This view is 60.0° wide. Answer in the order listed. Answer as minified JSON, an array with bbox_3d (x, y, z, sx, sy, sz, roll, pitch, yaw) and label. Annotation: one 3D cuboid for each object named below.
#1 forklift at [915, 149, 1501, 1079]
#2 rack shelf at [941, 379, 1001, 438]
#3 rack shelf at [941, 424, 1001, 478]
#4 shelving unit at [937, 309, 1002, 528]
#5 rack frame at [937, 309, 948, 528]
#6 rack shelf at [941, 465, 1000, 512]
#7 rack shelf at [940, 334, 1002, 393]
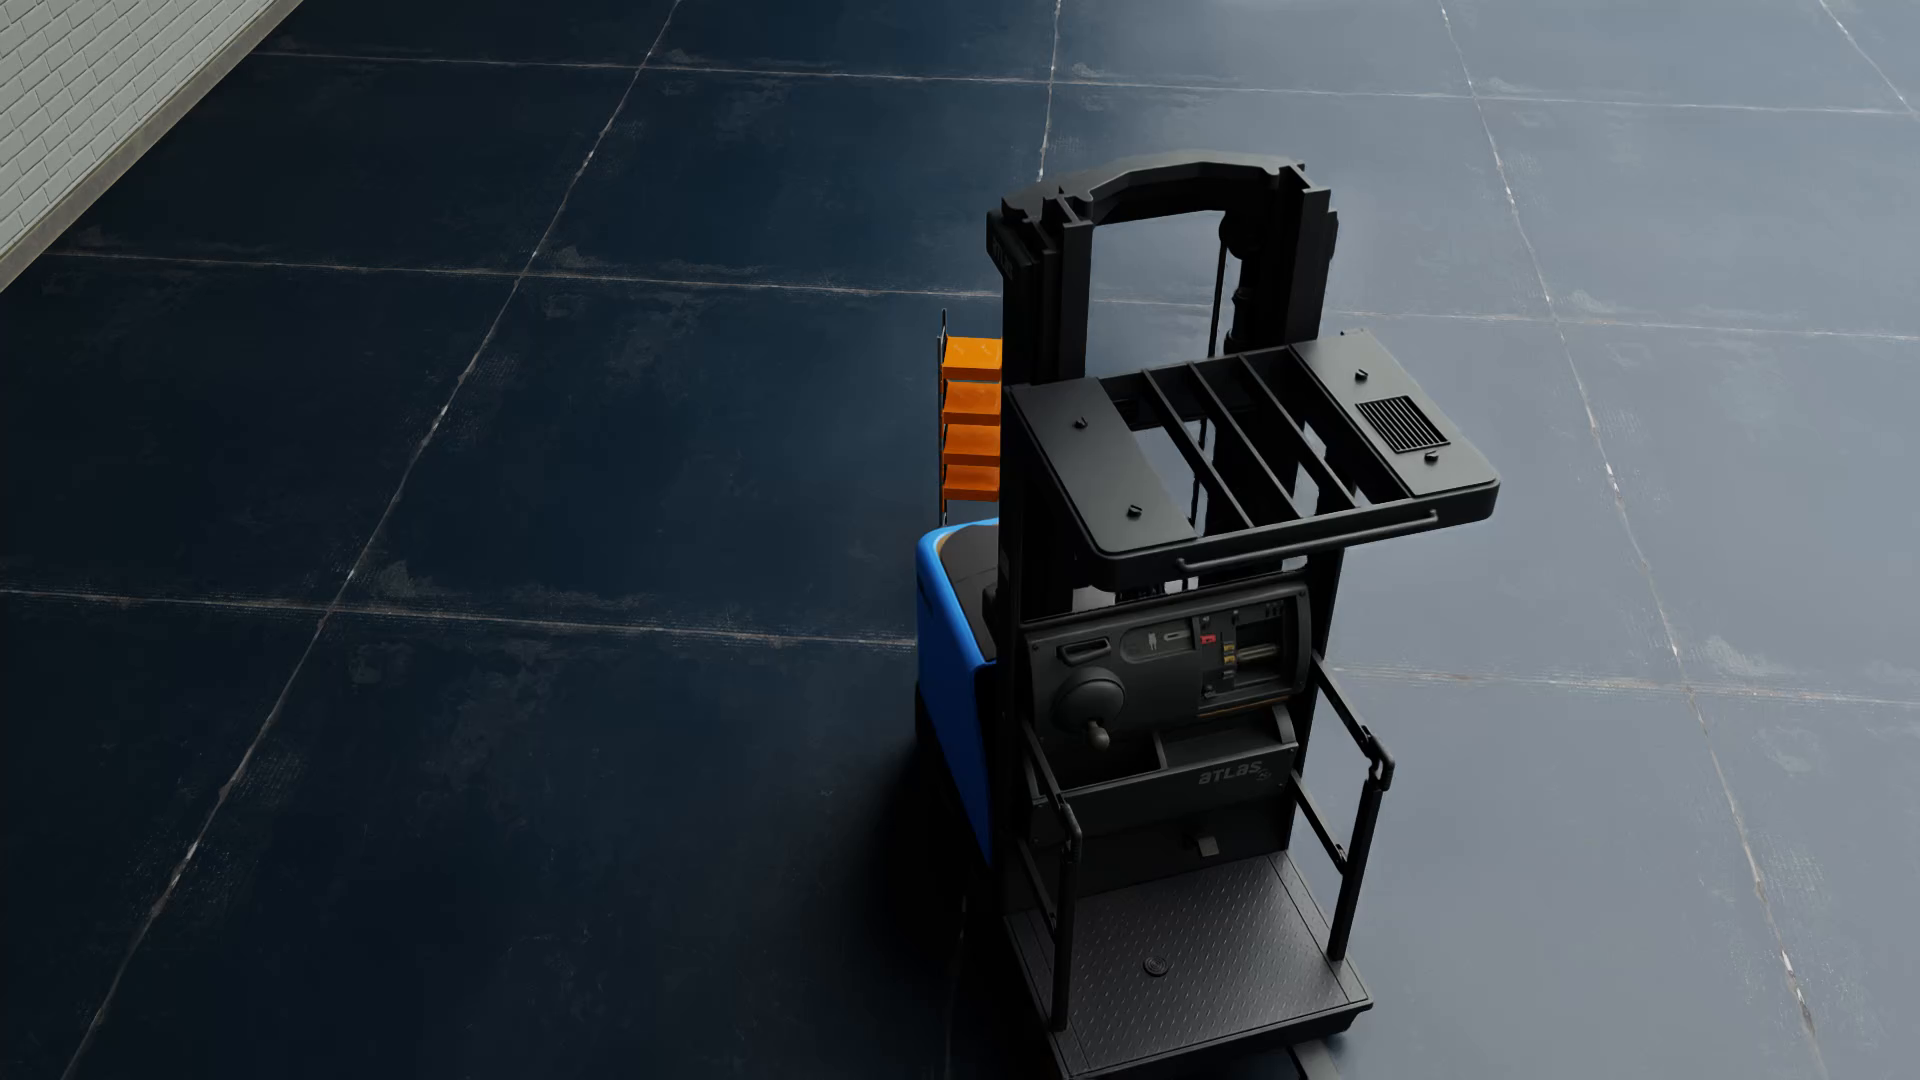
[{"bbox_3d":[0.720,0.471,5.020,1.130,2.935,3.031,-10,40,-13],"label":"forklift"},{"bbox_3d":[0.165,-0.578,7.432,0.480,0.148,0.258,3,39,4],"label":"rack shelf"},{"bbox_3d":[0.165,-0.404,7.573,0.480,0.148,0.258,3,39,4],"label":"rack shelf"},{"bbox_3d":[0.165,-0.456,7.531,0.503,1.200,0.258,3,39,4],"label":"shelving unit"},{"bbox_3d":[-0.078,-0.470,7.547,0.015,1.200,0.240,3,39,4],"label":"rack frame"},{"bbox_3d":[0.165,-0.250,7.698,0.480,0.148,0.258,3,39,4],"label":"rack shelf"},{"bbox_3d":[0.165,-0.761,7.283,0.480,0.148,0.258,3,39,4],"label":"rack shelf"}]
